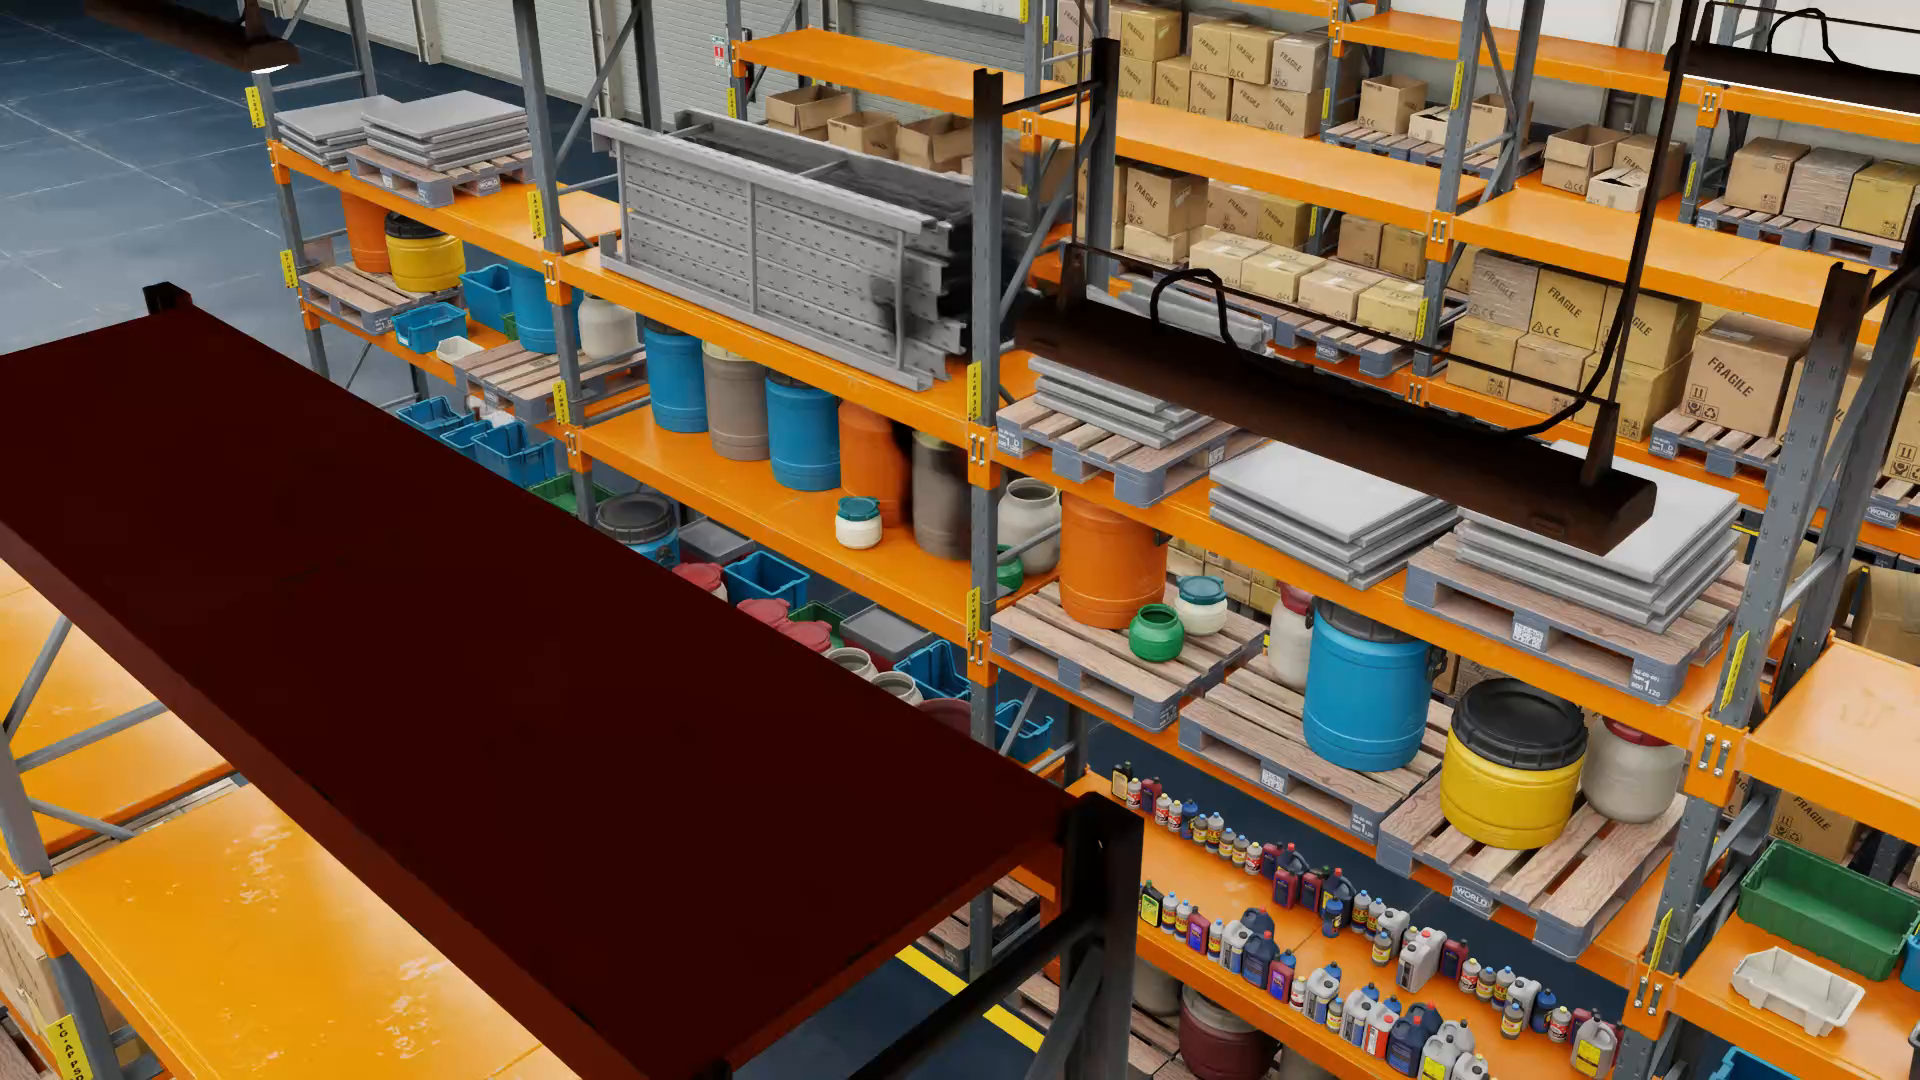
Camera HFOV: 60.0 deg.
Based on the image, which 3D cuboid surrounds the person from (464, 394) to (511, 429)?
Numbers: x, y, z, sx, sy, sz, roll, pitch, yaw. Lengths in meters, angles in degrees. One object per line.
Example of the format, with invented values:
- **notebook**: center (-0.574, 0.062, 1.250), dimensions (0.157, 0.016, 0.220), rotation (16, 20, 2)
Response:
- **person**: center (-4.678, -1.134, 16.610), dimensions (0.585, 1.668, 0.592), rotation (16, 33, 25)
